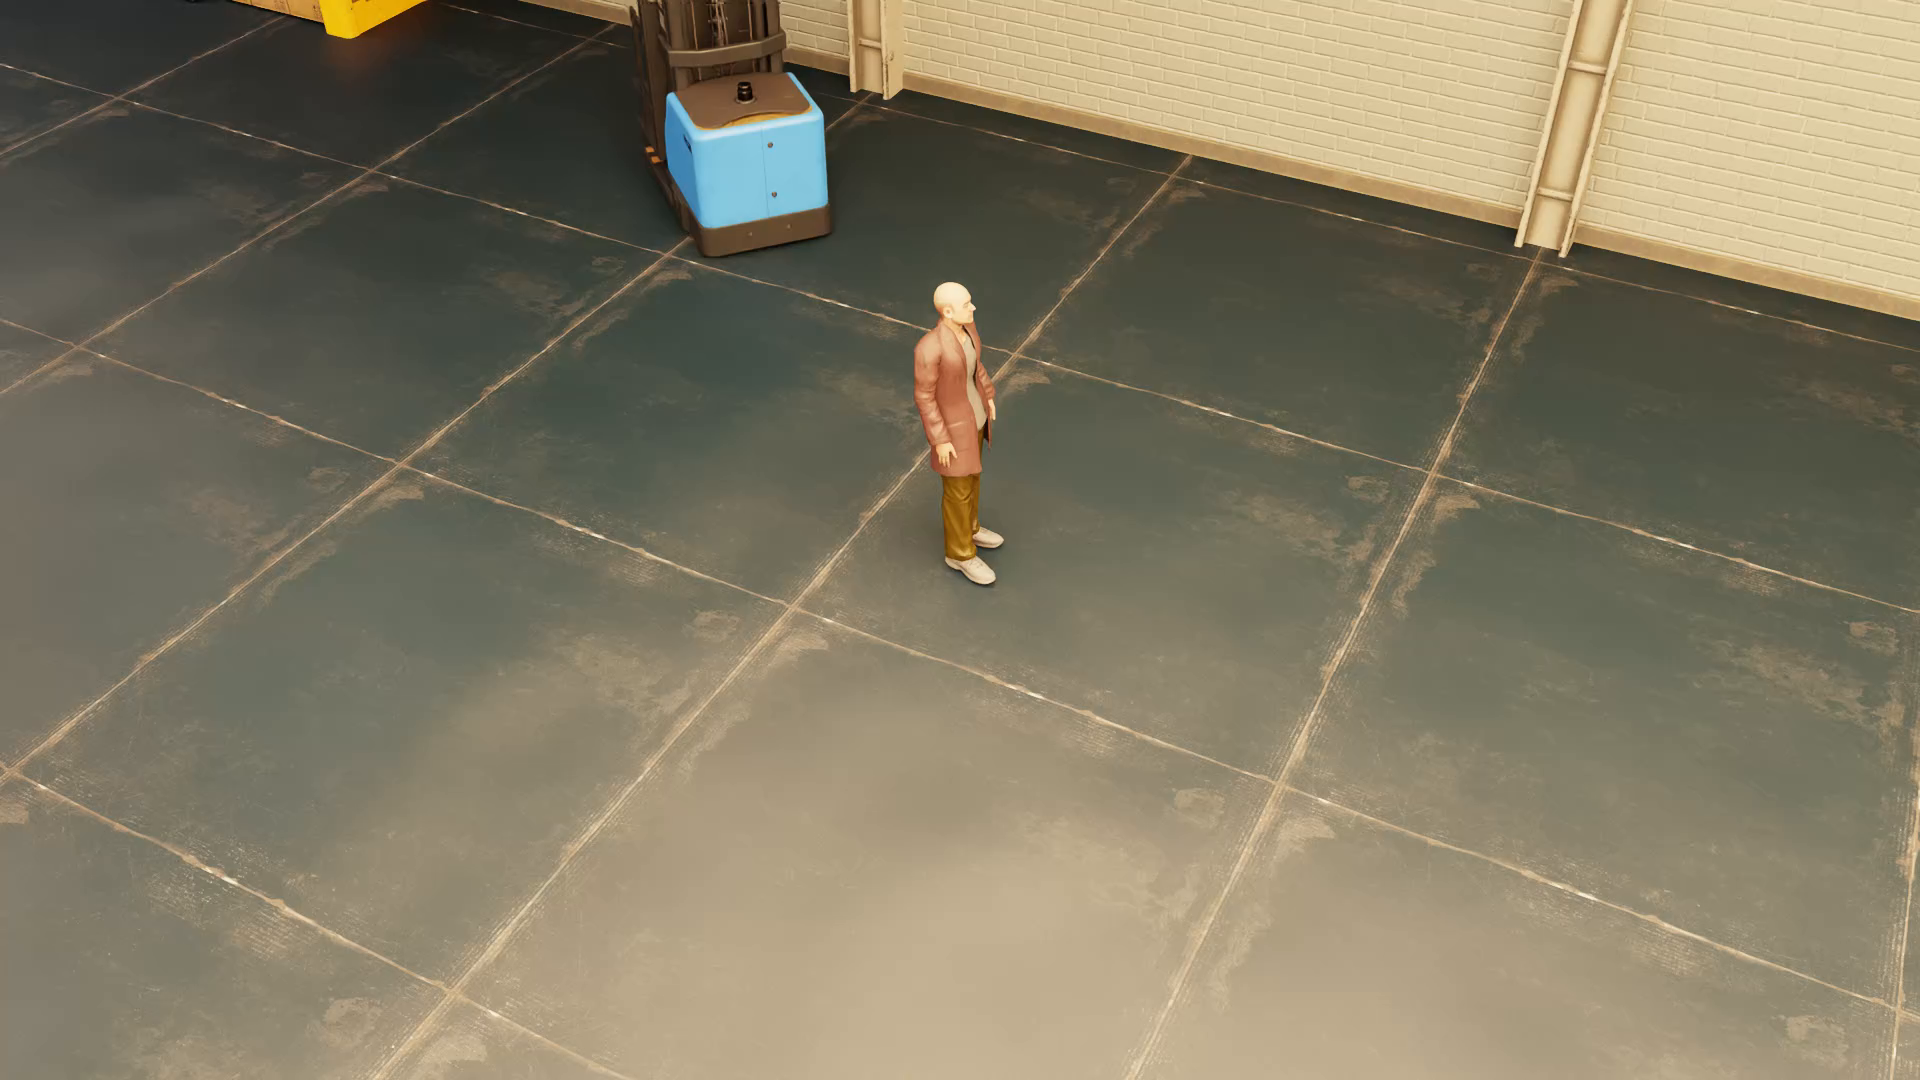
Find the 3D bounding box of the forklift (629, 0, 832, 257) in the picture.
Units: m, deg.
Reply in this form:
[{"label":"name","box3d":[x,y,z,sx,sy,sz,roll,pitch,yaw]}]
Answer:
[{"label":"forklift","box3d":[-2.031,-4.242,13.024,1.130,2.935,3.031,-15,42,-17]}]

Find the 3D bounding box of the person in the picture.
[{"label":"person","box3d":[0.080,-0.656,9.650,0.579,1.778,0.696,18,43,21]}]
